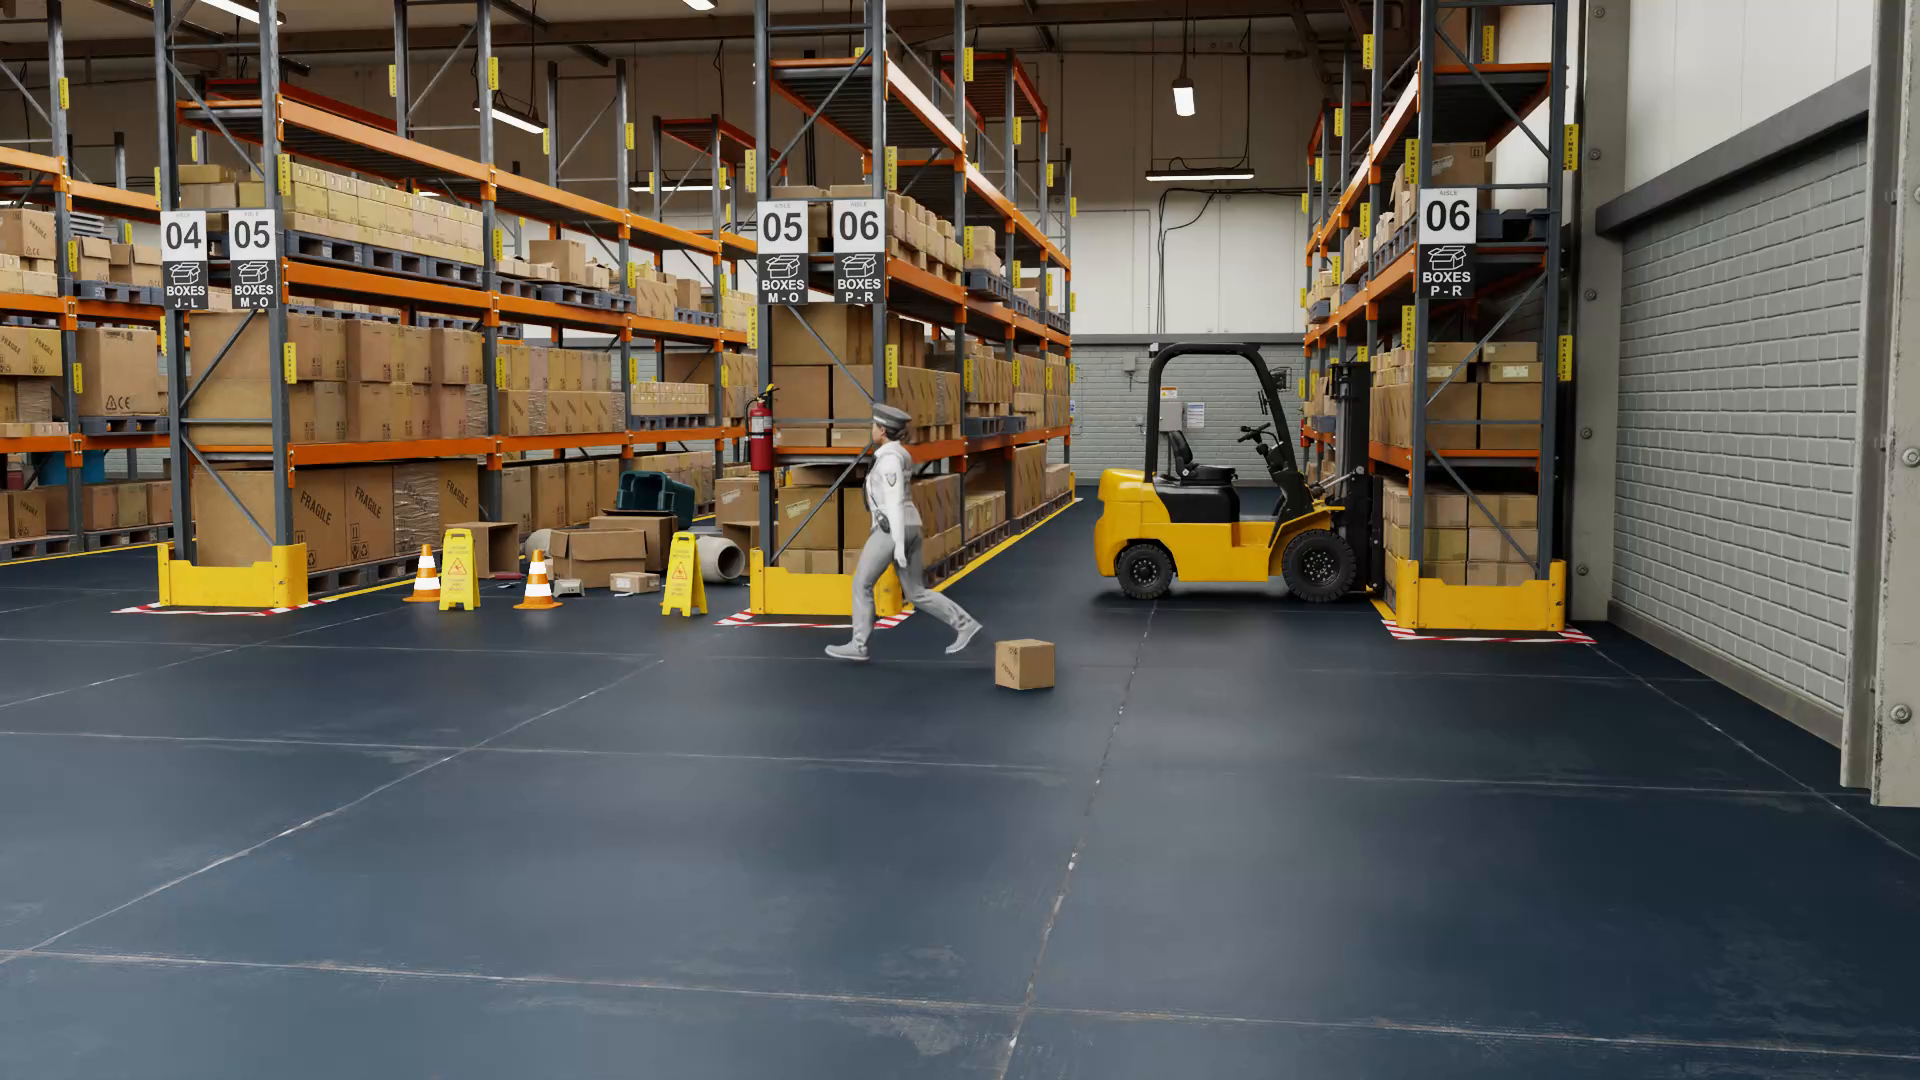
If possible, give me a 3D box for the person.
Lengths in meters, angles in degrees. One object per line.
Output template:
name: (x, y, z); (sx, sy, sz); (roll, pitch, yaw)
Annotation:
person: (-0.355, -0.047, 10.442); (0.999, 1.628, 0.552); (1, 5, 15)
